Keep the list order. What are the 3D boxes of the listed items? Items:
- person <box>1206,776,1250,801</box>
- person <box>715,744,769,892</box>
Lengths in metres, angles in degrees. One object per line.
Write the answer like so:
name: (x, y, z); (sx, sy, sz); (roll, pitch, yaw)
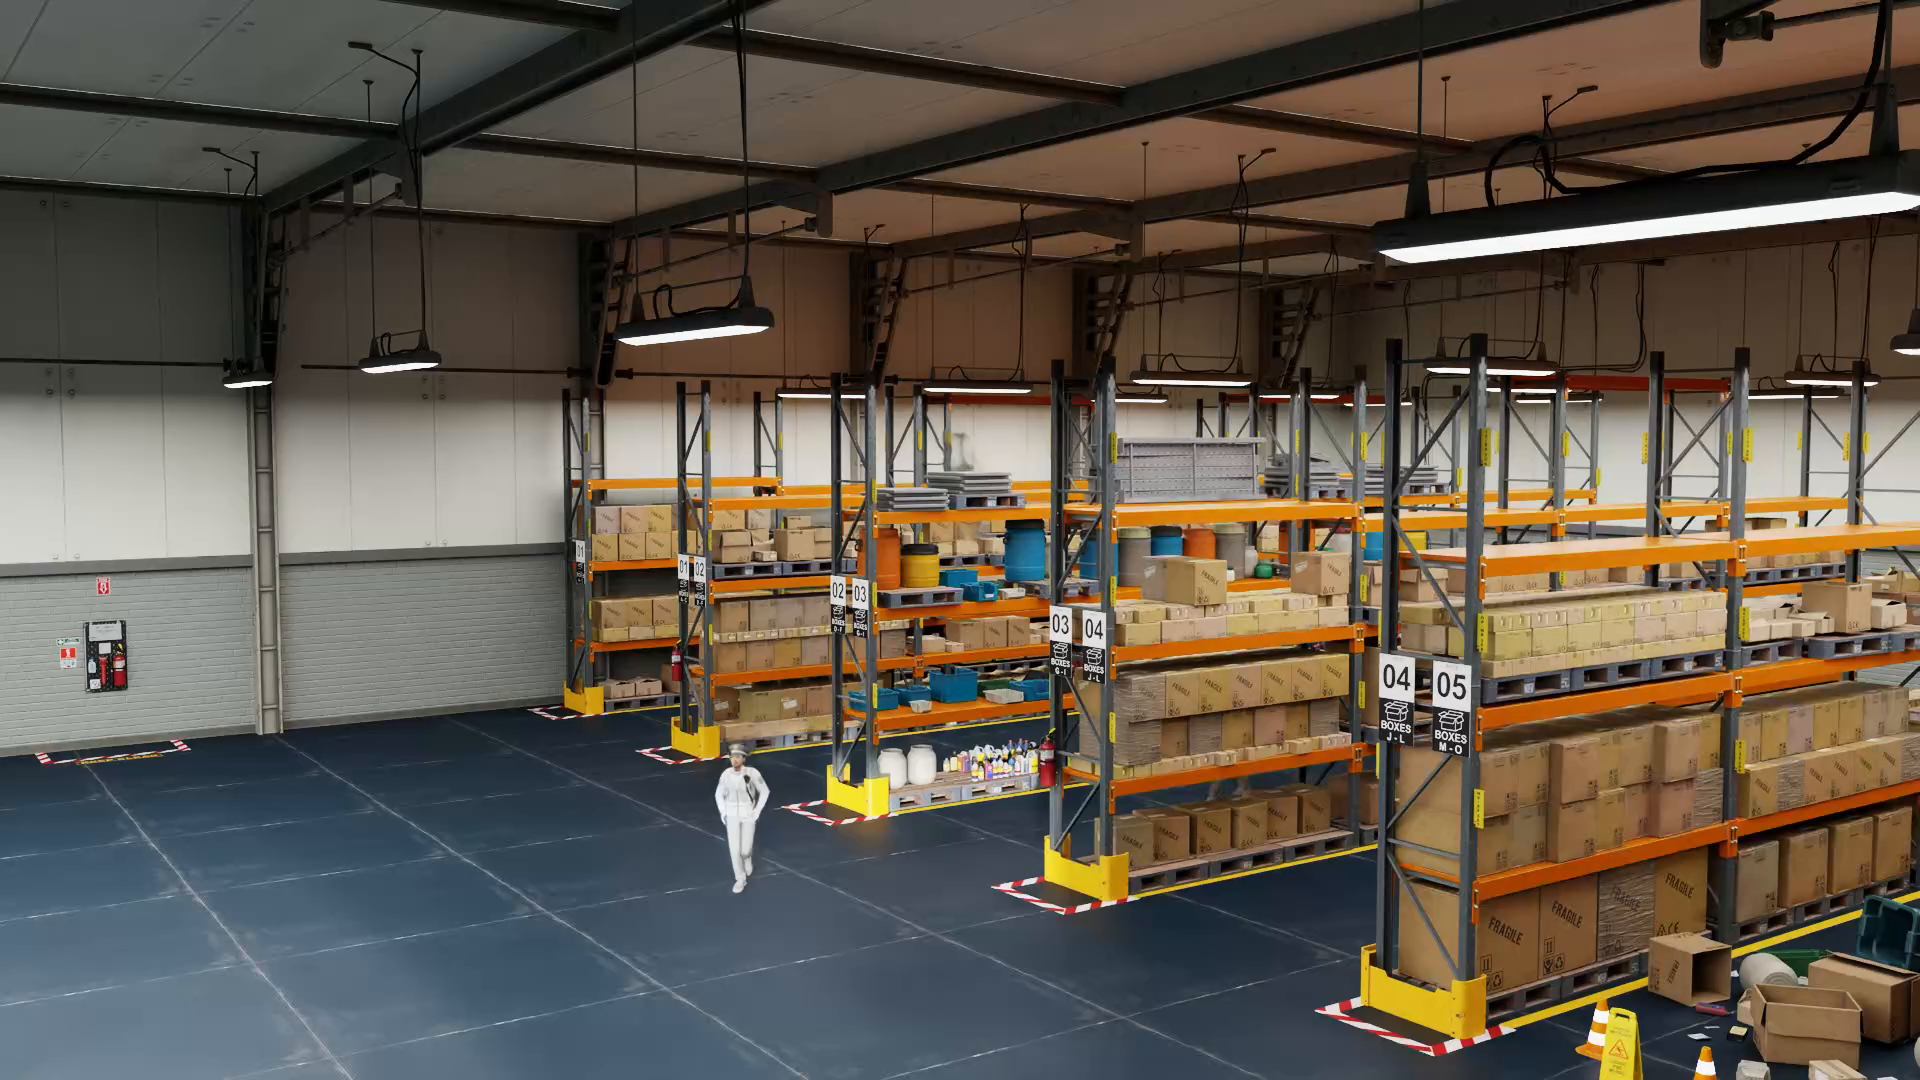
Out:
person: (3.773, 2.819, 23.337); (0.636, 1.802, 0.813); (4, 5, 45)
person: (-2.483, 3.126, 18.896); (0.618, 1.660, 0.511); (0, 4, 5)
